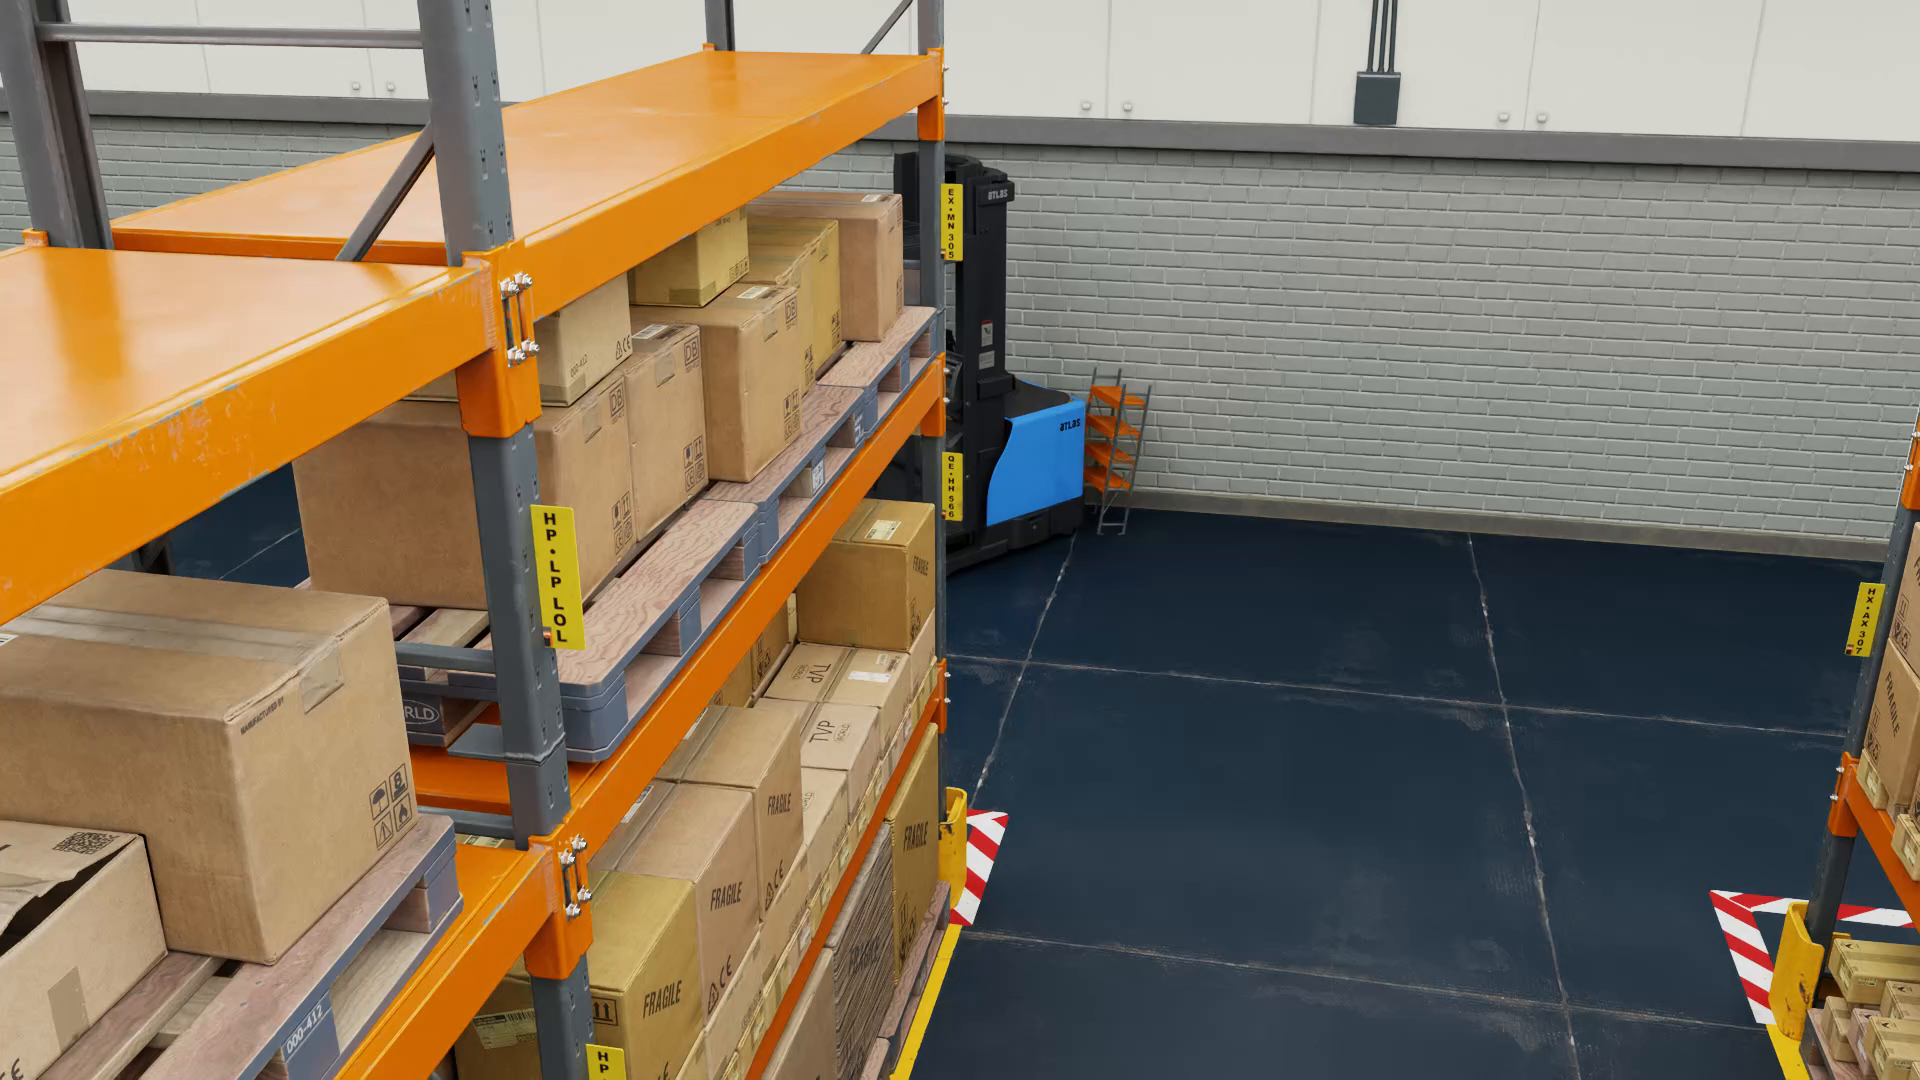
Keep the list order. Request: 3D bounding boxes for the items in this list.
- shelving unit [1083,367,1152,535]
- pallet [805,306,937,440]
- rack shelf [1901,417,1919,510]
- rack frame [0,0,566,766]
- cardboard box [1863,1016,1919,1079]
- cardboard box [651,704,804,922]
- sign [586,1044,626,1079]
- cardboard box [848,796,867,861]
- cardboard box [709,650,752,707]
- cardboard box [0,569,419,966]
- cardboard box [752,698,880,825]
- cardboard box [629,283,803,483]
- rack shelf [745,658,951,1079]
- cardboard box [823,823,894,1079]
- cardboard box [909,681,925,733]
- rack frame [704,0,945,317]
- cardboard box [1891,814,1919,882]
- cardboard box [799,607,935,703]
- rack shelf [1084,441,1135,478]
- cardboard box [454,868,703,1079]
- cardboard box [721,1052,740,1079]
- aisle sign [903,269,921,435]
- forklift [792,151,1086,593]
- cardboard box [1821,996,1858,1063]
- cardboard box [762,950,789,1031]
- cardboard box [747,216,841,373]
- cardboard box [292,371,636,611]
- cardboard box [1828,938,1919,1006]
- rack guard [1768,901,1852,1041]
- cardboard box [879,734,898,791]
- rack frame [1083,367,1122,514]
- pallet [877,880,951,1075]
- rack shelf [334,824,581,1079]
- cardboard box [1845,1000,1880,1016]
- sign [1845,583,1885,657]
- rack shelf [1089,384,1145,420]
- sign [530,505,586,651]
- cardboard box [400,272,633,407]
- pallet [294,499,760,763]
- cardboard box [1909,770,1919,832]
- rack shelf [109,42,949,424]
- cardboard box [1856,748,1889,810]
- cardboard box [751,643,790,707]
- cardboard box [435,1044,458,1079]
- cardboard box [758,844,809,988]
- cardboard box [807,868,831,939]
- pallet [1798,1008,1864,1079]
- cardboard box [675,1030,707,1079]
[{"bbox_3d":[1.162,-0.693,12.928,0.258,1.200,0.503,0,20,-24],"label":"shelving unit"},{"bbox_3d":[-0.708,-0.720,6.730,1.003,0.211,1.213,4,22,11],"label":"pallet"},{"bbox_3d":[3.860,0.447,4.677,1.077,0.370,4.000,4,22,11],"label":"rack shelf"},{"bbox_3d":[-1.383,-0.962,3.196,1.000,3.000,0.127,4,22,11],"label":"rack frame"},{"bbox_3d":[3.713,1.983,6.373,0.380,0.149,0.250,4,22,11],"label":"cardboard box"},{"bbox_3d":[-0.825,0.879,5.455,0.500,0.500,0.500,4,22,9],"label":"cardboard box"},{"bbox_3d":[-0.850,1.358,4.022,0.100,0.325,0.005,4,22,11],"label":"sign"},{"bbox_3d":[-0.577,1.098,6.447,0.380,0.149,0.250,5,22,11],"label":"cardboard box"},{"bbox_3d":[-1.131,0.470,6.471,0.500,0.500,0.500,4,22,9],"label":"cardboard box"},{"bbox_3d":[-1.492,0.401,3.131,0.700,0.500,0.500,5,22,12],"label":"cardboard box"},{"bbox_3d":[-0.614,0.859,6.509,0.500,0.250,0.500,4,22,9],"label":"cardboard box"},{"bbox_3d":[-0.923,-0.526,5.298,0.700,0.500,0.500,5,23,13],"label":"cardboard box"},{"bbox_3d":[-0.975,1.423,6.268,1.077,0.370,4.000,4,22,11],"label":"rack shelf"},{"bbox_3d":[-0.805,1.722,6.845,0.875,0.875,0.875,4,22,11],"label":"cardboard box"},{"bbox_3d":[-0.369,0.725,7.374,0.380,0.149,0.250,5,22,11],"label":"cardboard box"},{"bbox_3d":[-0.567,-2.425,6.829,1.000,3.000,0.127,4,22,11],"label":"rack frame"},{"bbox_3d":[3.762,1.174,6.261,0.380,0.149,0.250,4,22,9],"label":"cardboard box"},{"bbox_3d":[-0.406,0.487,7.432,0.500,0.250,0.500,4,22,10],"label":"cardboard box"},{"bbox_3d":[1.152,-0.630,12.949,0.258,0.148,0.480,0,20,-24],"label":"rack shelf"},{"bbox_3d":[-1.035,1.249,4.536,0.500,0.500,0.500,4,22,11],"label":"cardboard box"},{"bbox_3d":[-0.890,1.662,5.048,0.380,0.149,0.250,5,23,13],"label":"cardboard box"},{"bbox_3d":[-0.259,-0.851,7.472,0.394,0.787,0.004,4,22,11],"label":"aisle sign"},{"bbox_3d":[-0.472,-1.206,11.926,3.031,2.935,1.130,-18,28,-37],"label":"forklift"},{"bbox_3d":[3.848,2.068,6.958,0.380,0.149,0.250,5,22,12],"label":"cardboard box"},{"bbox_3d":[-0.787,1.472,5.519,0.380,0.149,0.250,4,22,10],"label":"cardboard box"},{"bbox_3d":[-0.853,-0.930,6.303,0.700,0.500,0.500,4,22,9],"label":"cardboard box"},{"bbox_3d":[-1.282,-0.149,4.363,0.700,0.500,0.500,3,22,8],"label":"cardboard box"},{"bbox_3d":[3.829,1.790,6.850,0.380,0.149,0.250,3,22,8],"label":"cardboard box"},{"bbox_3d":[4.253,1.960,7.317,1.175,0.500,0.348,4,22,11],"label":"rack guard"},{"bbox_3d":[-0.473,0.908,6.919,0.380,0.149,0.250,5,22,12],"label":"cardboard box"},{"bbox_3d":[1.069,-0.777,13.137,0.240,1.200,0.015,0,20,-24],"label":"rack frame"},{"bbox_3d":[-0.654,1.950,7.729,1.003,0.211,1.213,4,22,11],"label":"pallet"},{"bbox_3d":[-1.791,1.495,2.075,1.077,0.370,4.000,4,22,11],"label":"rack shelf"},{"bbox_3d":[3.910,1.935,6.890,0.380,0.149,0.250,5,23,13],"label":"cardboard box"},{"bbox_3d":[3.737,0.330,6.860,0.100,0.325,0.005,4,22,11],"label":"sign"},{"bbox_3d":[1.217,-1.061,12.803,0.258,0.148,0.480,0,20,-24],"label":"rack shelf"},{"bbox_3d":[-0.850,0.082,3.507,0.100,0.325,0.005,4,22,11],"label":"sign"},{"bbox_3d":[-1.185,-0.549,4.354,0.500,0.250,0.500,3,22,7],"label":"cardboard box"},{"bbox_3d":[-1.206,0.172,4.514,1.003,0.211,1.213,4,22,11],"label":"pallet"},{"bbox_3d":[3.822,0.930,5.998,0.500,0.500,0.500,5,22,11],"label":"cardboard box"},{"bbox_3d":[-0.975,-1.174,5.222,1.077,0.370,4.000,4,22,11],"label":"rack shelf"},{"bbox_3d":[3.881,0.983,6.734,0.380,0.149,0.250,4,22,10],"label":"cardboard box"},{"bbox_3d":[-1.029,0.635,7.064,0.500,0.250,0.500,4,22,10],"label":"cardboard box"},{"bbox_3d":[-1.551,1.216,4.617,0.500,0.500,0.500,5,22,12],"label":"cardboard box"},{"bbox_3d":[-0.824,1.229,5.589,0.500,0.250,0.500,5,22,12],"label":"cardboard box"},{"bbox_3d":[-0.681,1.284,5.986,0.380,0.149,0.250,4,22,9],"label":"cardboard box"},{"bbox_3d":[4.052,2.389,6.640,1.003,0.211,1.213,4,22,11],"label":"pallet"},{"bbox_3d":[-1.031,1.601,4.667,0.500,0.250,0.500,4,22,10],"label":"cardboard box"}]
